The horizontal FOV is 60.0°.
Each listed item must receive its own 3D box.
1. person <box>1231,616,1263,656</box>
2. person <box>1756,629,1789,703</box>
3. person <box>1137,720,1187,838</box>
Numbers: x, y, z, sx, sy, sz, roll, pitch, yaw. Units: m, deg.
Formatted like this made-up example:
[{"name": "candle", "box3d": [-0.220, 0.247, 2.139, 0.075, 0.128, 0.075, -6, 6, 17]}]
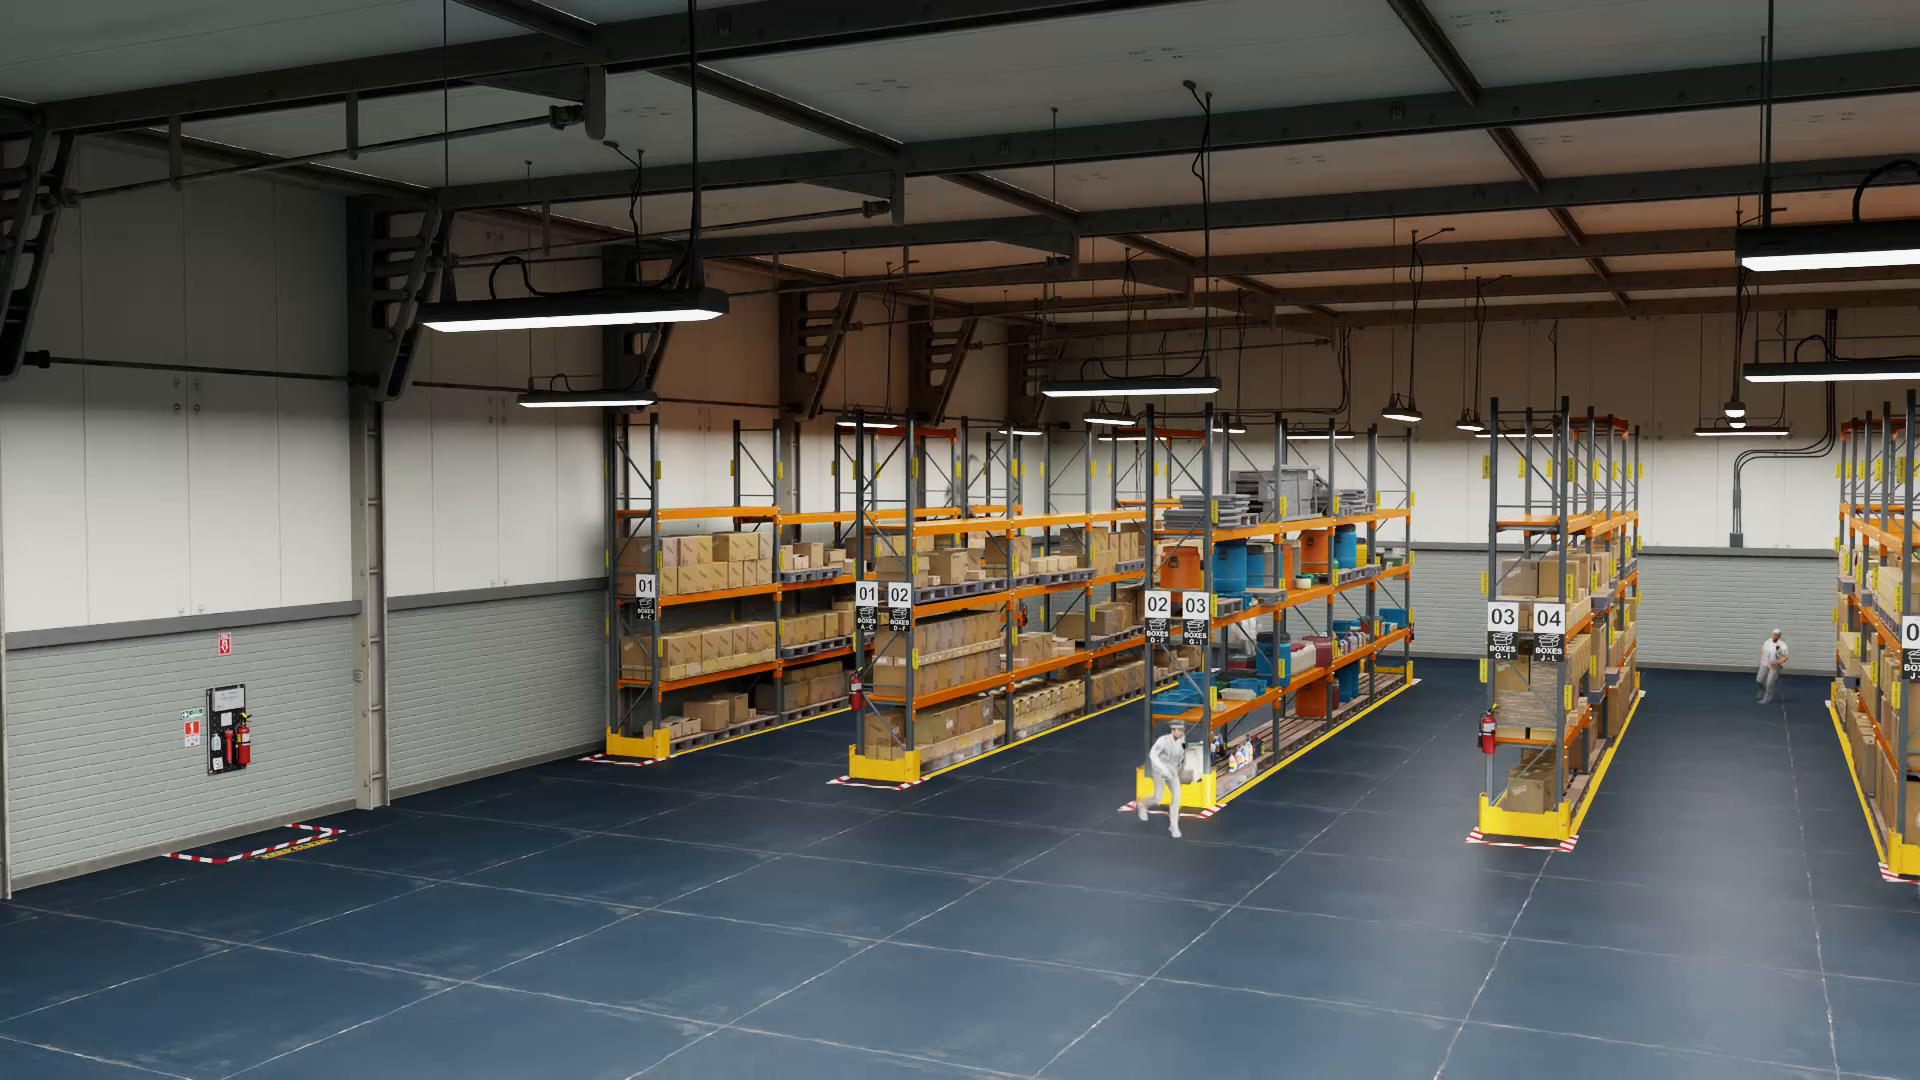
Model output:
[{"name": "person", "box3d": [7.061, 2.415, 40.773, 0.775, 1.748, 0.644, 0, 2, -6]}, {"name": "person", "box3d": [17.374, 2.713, 35.609, 0.515, 1.622, 0.680, -2, 3, -44]}, {"name": "person", "box3d": [2.797, 3.254, 23.052, 0.646, 1.627, 0.962, -2, 3, -36]}]
